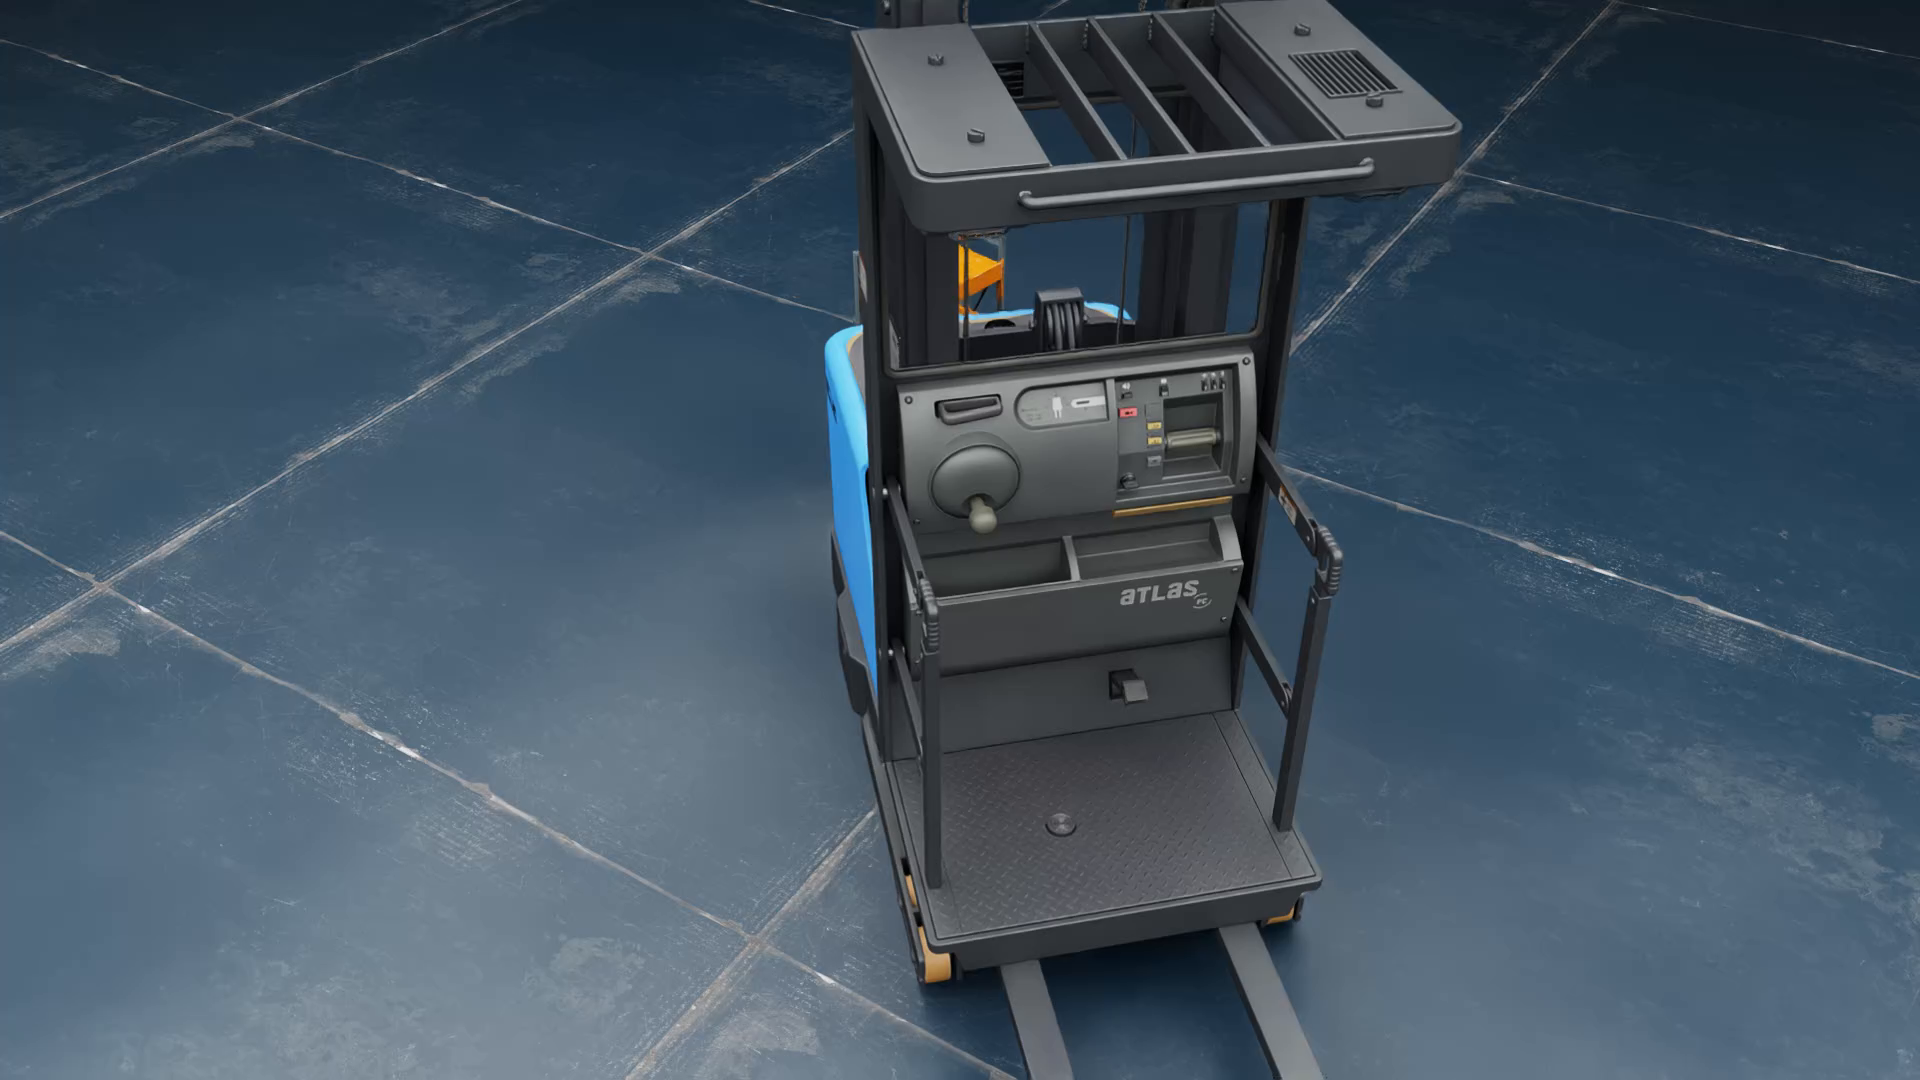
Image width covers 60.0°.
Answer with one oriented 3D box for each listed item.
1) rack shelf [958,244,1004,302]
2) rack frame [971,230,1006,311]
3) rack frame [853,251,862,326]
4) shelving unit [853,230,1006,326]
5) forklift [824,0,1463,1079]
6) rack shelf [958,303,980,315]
[{"bbox_3d":[-0.100,-0.858,5.737,0.258,0.148,0.480,29,46,32],"label":"rack shelf"},{"bbox_3d":[0.063,-0.658,6.121,0.240,1.200,0.015,29,46,32],"label":"rack frame"},{"bbox_3d":[-0.262,-0.436,5.833,0.240,1.200,0.015,29,46,32],"label":"rack frame"},{"bbox_3d":[-0.100,-0.547,5.977,0.258,1.200,0.503,29,46,32],"label":"shelving unit"},{"bbox_3d":[0.355,-0.179,4.081,1.130,2.935,3.031,-7,38,-9],"label":"forklift"},{"bbox_3d":[-0.100,-0.671,5.881,0.258,0.148,0.480,29,46,32],"label":"rack shelf"}]
